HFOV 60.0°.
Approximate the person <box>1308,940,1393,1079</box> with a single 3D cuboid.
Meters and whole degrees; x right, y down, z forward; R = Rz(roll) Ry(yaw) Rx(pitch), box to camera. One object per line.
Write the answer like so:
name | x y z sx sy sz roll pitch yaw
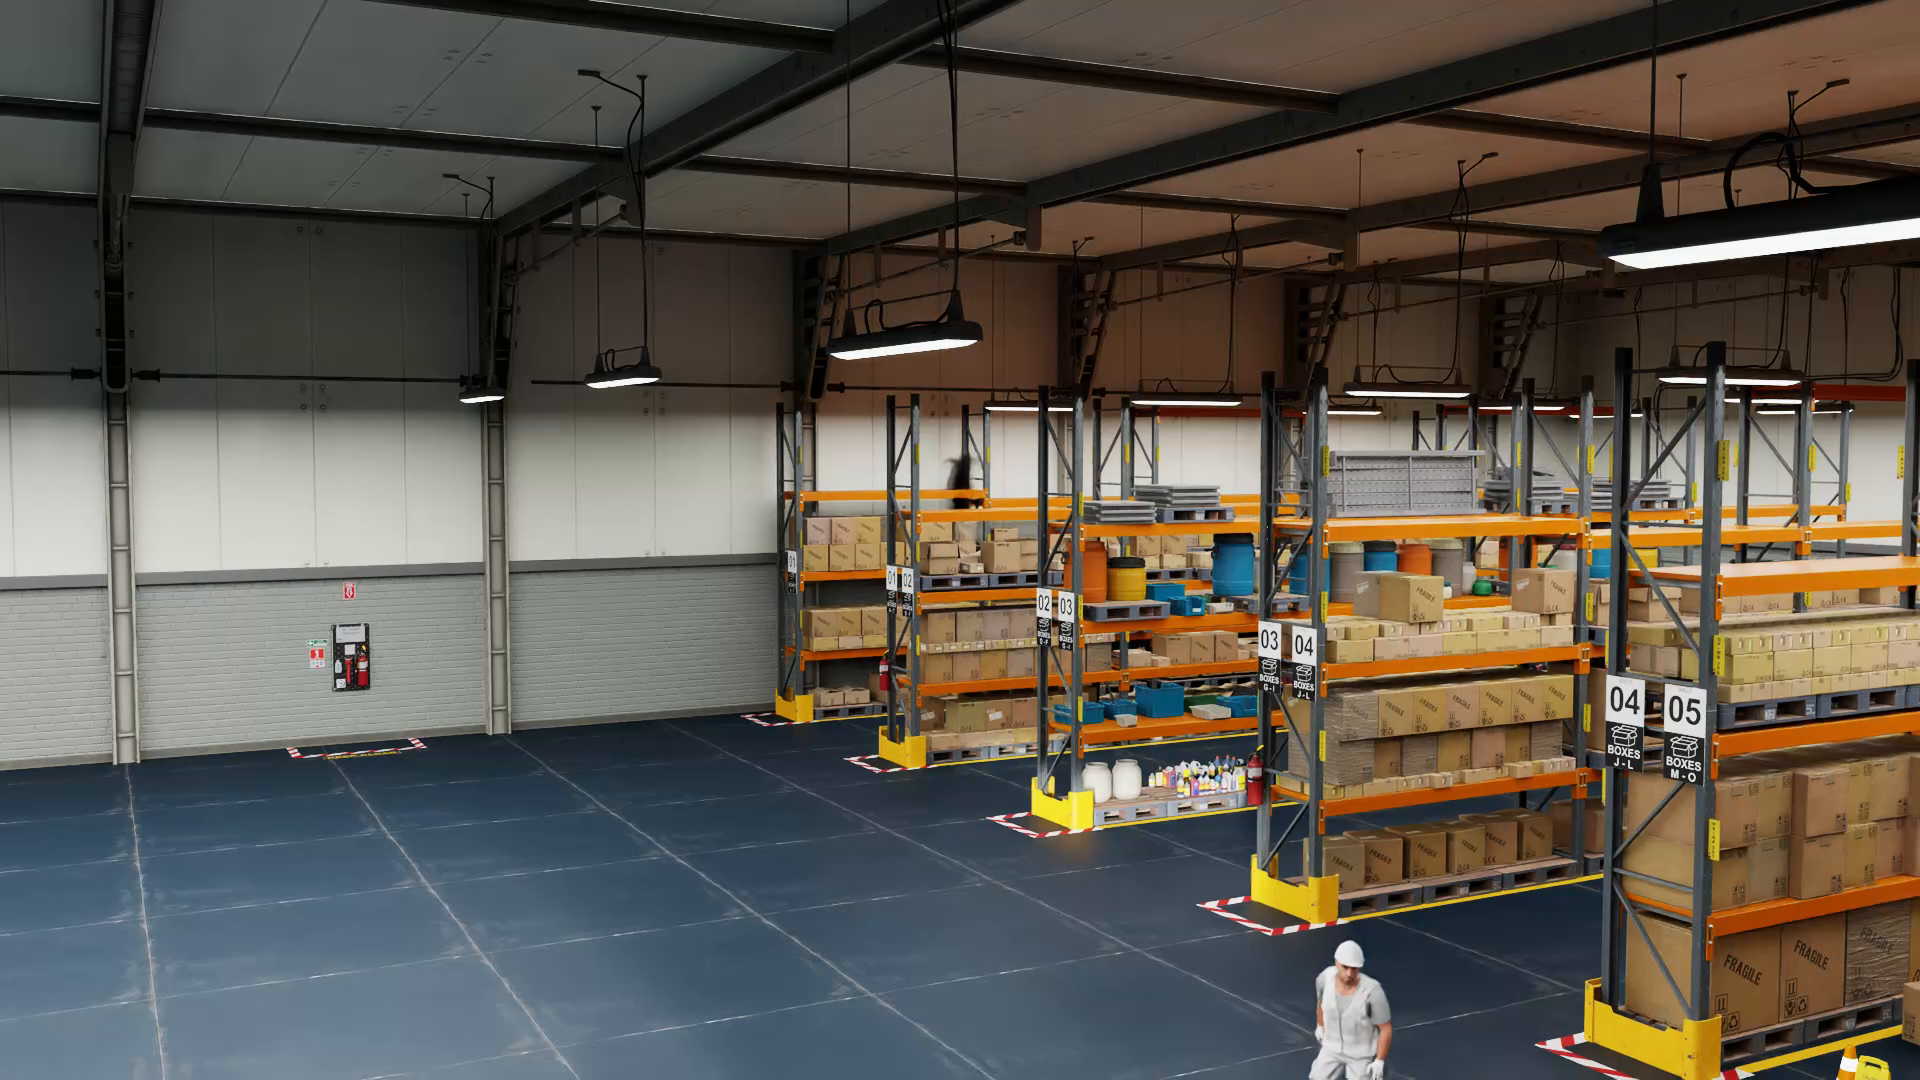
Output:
person | 2.782 3.631 11.859 0.680 1.677 0.688 2 4 36
